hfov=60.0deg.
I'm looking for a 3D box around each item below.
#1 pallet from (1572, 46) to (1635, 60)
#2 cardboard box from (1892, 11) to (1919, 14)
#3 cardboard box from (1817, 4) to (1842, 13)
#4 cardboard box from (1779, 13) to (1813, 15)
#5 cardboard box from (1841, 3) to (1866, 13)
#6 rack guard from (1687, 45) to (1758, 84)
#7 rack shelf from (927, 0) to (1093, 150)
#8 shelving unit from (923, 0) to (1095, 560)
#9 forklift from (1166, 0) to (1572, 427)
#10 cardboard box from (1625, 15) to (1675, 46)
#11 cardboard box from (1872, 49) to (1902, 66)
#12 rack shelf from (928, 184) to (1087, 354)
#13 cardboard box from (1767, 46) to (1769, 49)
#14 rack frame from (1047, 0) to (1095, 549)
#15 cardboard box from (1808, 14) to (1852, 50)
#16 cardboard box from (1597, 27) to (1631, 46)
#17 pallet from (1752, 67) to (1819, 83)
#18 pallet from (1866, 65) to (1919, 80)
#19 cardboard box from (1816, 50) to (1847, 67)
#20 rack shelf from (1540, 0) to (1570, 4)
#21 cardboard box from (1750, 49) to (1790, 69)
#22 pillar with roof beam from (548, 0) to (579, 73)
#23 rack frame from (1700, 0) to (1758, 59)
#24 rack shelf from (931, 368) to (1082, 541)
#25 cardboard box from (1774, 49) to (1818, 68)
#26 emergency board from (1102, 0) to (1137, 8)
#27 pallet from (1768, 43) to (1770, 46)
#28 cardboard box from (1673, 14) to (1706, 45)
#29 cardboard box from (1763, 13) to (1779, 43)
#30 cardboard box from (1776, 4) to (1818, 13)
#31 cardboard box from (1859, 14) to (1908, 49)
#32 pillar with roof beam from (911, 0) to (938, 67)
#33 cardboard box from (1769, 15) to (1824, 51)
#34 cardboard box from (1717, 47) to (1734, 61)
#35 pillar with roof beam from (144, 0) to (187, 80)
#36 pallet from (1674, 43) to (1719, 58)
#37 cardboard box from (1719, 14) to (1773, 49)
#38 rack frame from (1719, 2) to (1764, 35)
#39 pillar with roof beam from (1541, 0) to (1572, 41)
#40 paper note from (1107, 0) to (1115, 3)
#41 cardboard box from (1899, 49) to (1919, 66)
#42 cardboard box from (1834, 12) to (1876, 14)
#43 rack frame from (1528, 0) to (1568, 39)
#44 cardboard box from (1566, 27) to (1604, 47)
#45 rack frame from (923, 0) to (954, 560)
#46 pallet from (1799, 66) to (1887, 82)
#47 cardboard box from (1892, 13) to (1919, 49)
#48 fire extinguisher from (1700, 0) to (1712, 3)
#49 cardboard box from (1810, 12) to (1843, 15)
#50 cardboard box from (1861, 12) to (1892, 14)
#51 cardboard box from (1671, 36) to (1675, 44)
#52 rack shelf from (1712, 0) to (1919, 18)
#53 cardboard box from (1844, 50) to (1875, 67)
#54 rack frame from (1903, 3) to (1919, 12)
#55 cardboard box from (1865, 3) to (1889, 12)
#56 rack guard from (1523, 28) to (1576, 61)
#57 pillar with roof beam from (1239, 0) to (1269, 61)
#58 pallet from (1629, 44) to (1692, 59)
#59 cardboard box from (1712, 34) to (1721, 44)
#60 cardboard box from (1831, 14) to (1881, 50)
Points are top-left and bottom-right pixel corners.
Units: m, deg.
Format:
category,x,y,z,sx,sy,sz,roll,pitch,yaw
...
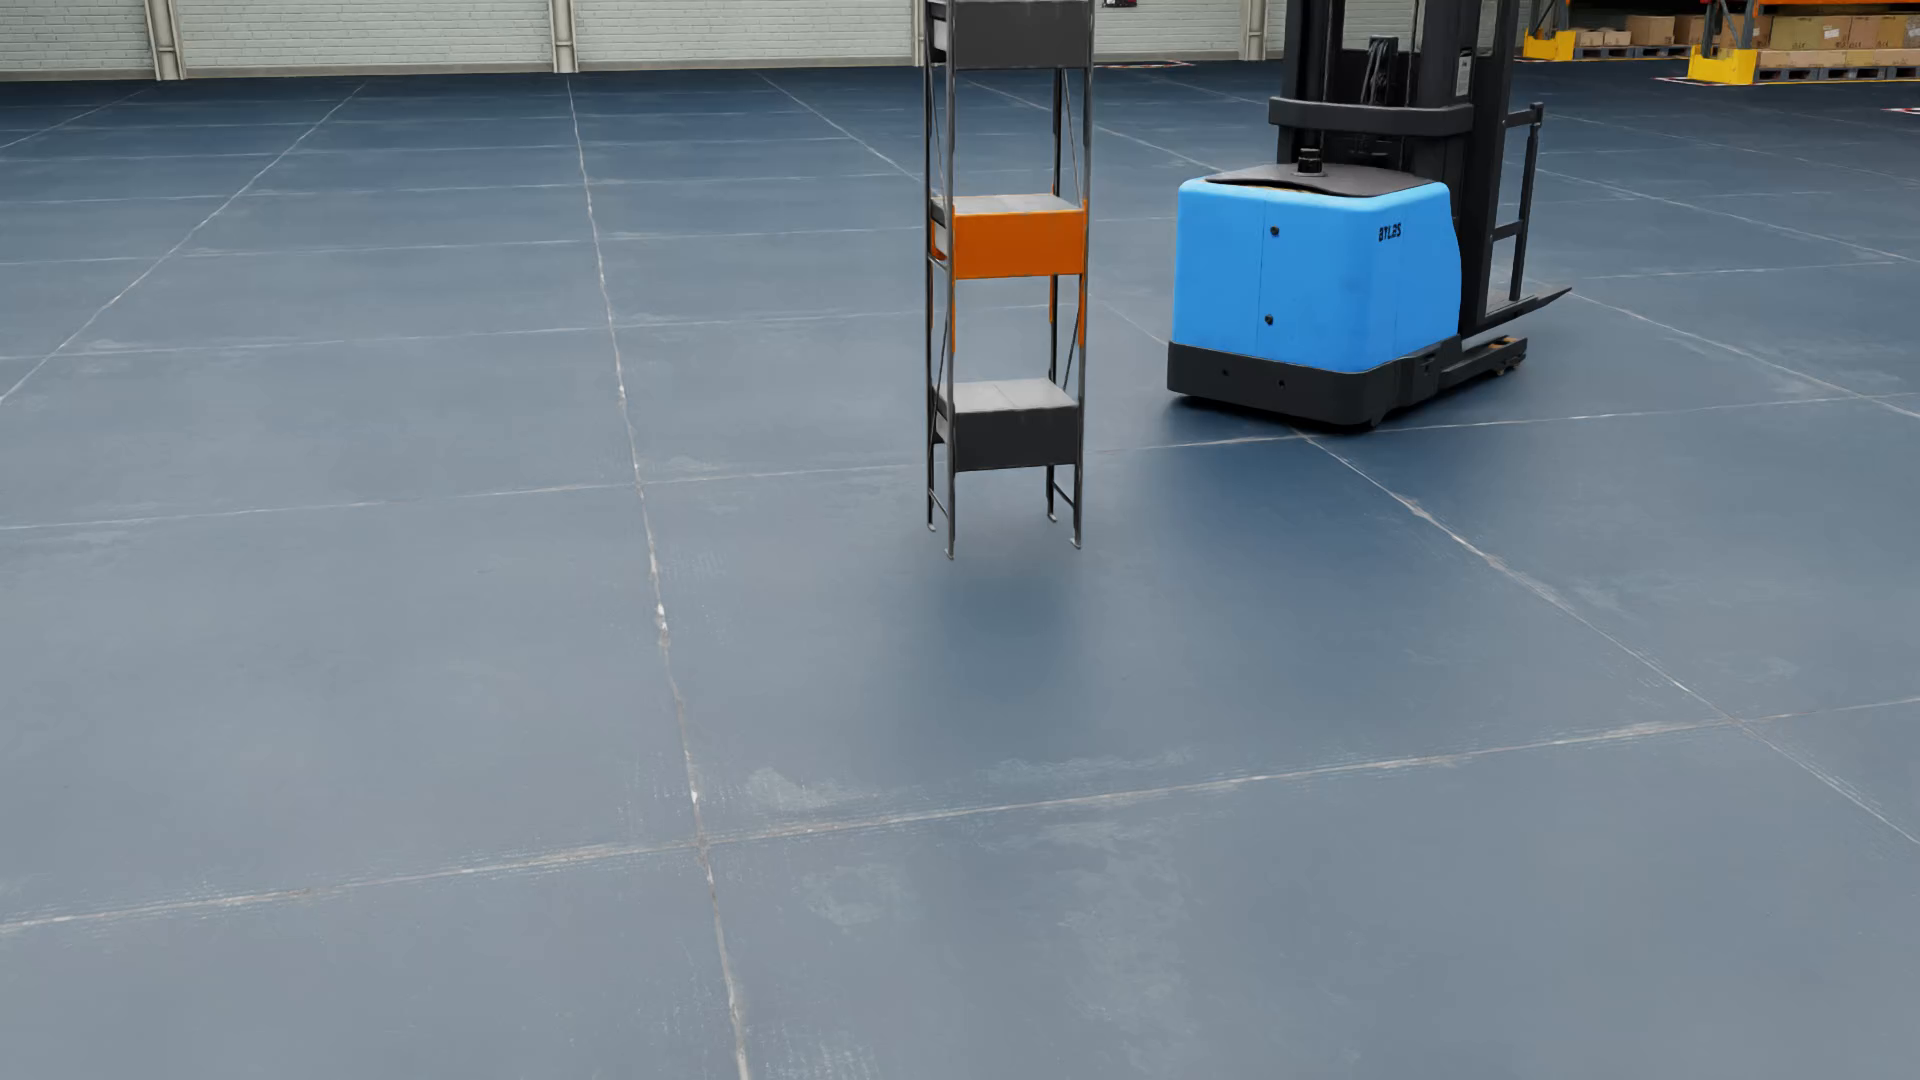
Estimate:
category,x,y,z,sx,sy,sz,roll,pitch,yaw
pallet,11.460,-8.899,30.300,1.213,0.211,1.003,-5,21,-12
cardboard box,15.100,-8.134,26.457,0.500,0.500,0.500,-5,21,-12
cardboard box,16.126,-9.993,31.138,0.500,0.250,0.500,-5,21,-14
cardboard box,13.154,-7.976,26.024,0.500,0.500,0.500,-5,21,-12
cardboard box,16.616,-10.027,31.230,0.500,0.250,0.500,-5,21,-13
rack guard,11.708,-7.316,25.559,0.348,0.500,1.175,-5,21,-12
rack shelf,0.161,-1.644,5.753,0.480,0.518,0.431,-5,21,-12
shelving unit,0.161,-0.999,5.989,0.503,2.100,0.431,-5,21,-12
forklift,2.347,-2.329,8.412,1.130,2.935,3.031,16,26,37
cardboard box,12.562,-9.293,30.318,0.500,0.500,0.700,-6,21,-16
cardboard box,14.251,-7.524,25.879,0.500,0.250,0.500,-5,21,-12
rack shelf,0.161,-0.986,5.994,0.480,0.518,0.431,-5,21,-12
cardboard box,12.669,-7.583,26.040,0.500,0.250,0.500,-5,21,-12
rack frame,0.399,-1.018,6.042,0.015,2.100,0.400,-5,21,-12
cardboard box,13.274,-7.802,25.549,0.500,0.500,0.500,-5,21,-12
cardboard box,11.836,-9.163,30.238,0.500,0.311,0.500,-3,20,-8
pallet,12.466,-7.257,25.818,1.213,0.211,1.003,-5,21,-12
pallet,14.840,-7.450,26.345,1.213,0.211,1.003,-5,21,-12
cardboard box,13.277,-7.446,25.667,0.500,0.250,0.500,-5,21,-12
rack shelf,12.534,-9.970,30.216,4.000,0.370,1.077,-5,21,-12
cardboard box,12.304,-7.366,25.448,0.500,0.250,0.500,-5,21,-12
pillar with roof beam,-5.457,-10.446,21.747,0.400,9.000,9.100,-5,21,-12
rack frame,11.731,-8.492,25.135,0.127,3.000,1.000,-5,21,-12
rack shelf,0.161,-0.329,6.235,0.480,0.518,0.431,-5,21,-12
cardboard box,12.790,-7.406,25.559,0.500,0.250,0.500,-5,21,-12
emergency board,2.817,-9.837,28.807,0.643,1.169,0.194,-5,21,-12
pallet,15.238,-9.219,31.174,1.213,0.211,1.003,-5,21,-12
cardboard box,13.479,-9.403,30.618,0.500,0.500,0.500,-6,21,-17
cardboard box,15.193,-9.563,31.053,0.500,0.500,0.700,-4,20,-11
cardboard box,15.621,-9.951,31.023,0.500,0.250,0.500,-5,21,-14
cardboard box,14.248,-7.880,25.762,0.500,0.500,0.500,-5,21,-12
pillar with roof beam,0.382,-10.920,23.044,0.400,9.000,9.100,-5,21,-12
cardboard box,12.790,-7.758,25.429,0.500,0.500,0.500,-5,21,-12
cardboard box,12.185,-7.539,25.921,0.500,0.250,0.500,-5,21,-12
pillar with roof beam,-11.296,-9.971,20.451,0.400,9.000,9.100,-5,21,-12
pallet,13.835,-9.092,30.827,1.213,0.211,1.003,-5,21,-12
cardboard box,12.185,-7.892,25.794,0.500,0.500,0.500,-5,21,-12
rack frame,14.480,-10.466,30.525,0.127,3.000,1.000,-5,21,-12
pillar with roof beam,12.060,-11.870,25.636,0.400,9.000,9.100,-5,21,-12
paper note,2.629,-9.432,28.983,0.142,0.148,0.016,-5,21,-12
cardboard box,14.734,-7.568,26.001,0.500,0.250,0.500,-5,21,-12
cardboard box,14.127,-8.055,26.240,0.500,0.500,0.500,-5,21,-12
rack frame,10.588,-10.149,29.661,0.127,3.000,1.000,-5,21,-12
cardboard box,11.282,-9.118,30.115,0.500,0.311,0.500,-7,21,-19
rack frame,-0.076,-0.980,5.936,0.015,2.100,0.400,-5,21,-12
pallet,13.651,-7.352,26.078,1.213,0.211,1.003,-5,21,-12
cardboard box,14.734,-7.921,25.873,0.500,0.500,0.500,-5,21,-12
fire extinguisher,11.509,-8.601,25.547,0.183,0.674,0.296,-5,21,-12
cardboard box,13.641,-8.015,26.131,0.500,0.500,0.500,-5,21,-12
cardboard box,14.616,-8.092,26.341,0.500,0.500,0.500,-5,21,-12
cardboard box,12.919,-9.214,30.612,0.250,0.149,0.380,-6,21,-17
rack shelf,13.677,-8.312,25.691,4.000,0.370,1.077,-5,21,-12
cardboard box,13.764,-7.484,25.771,0.500,0.250,0.500,-5,21,-12
rack frame,18.373,-10.783,31.389,0.127,3.000,1.000,-5,21,-12
cardboard box,17.115,-10.069,31.345,0.500,0.250,0.500,-4,21,-11
rack guard,10.662,-8.982,30.107,0.348,0.500,1.175,-5,21,-12
pillar with roof beam,6.221,-11.395,24.340,0.400,9.000,9.100,-5,21,-12
pallet,12.645,-8.994,30.560,1.213,0.211,1.003,-5,21,-12
cardboard box,13.967,-9.290,30.793,0.250,0.166,0.380,-7,21,-20
cardboard box,13.765,-7.836,25.641,0.500,0.500,0.500,-5,21,-12
